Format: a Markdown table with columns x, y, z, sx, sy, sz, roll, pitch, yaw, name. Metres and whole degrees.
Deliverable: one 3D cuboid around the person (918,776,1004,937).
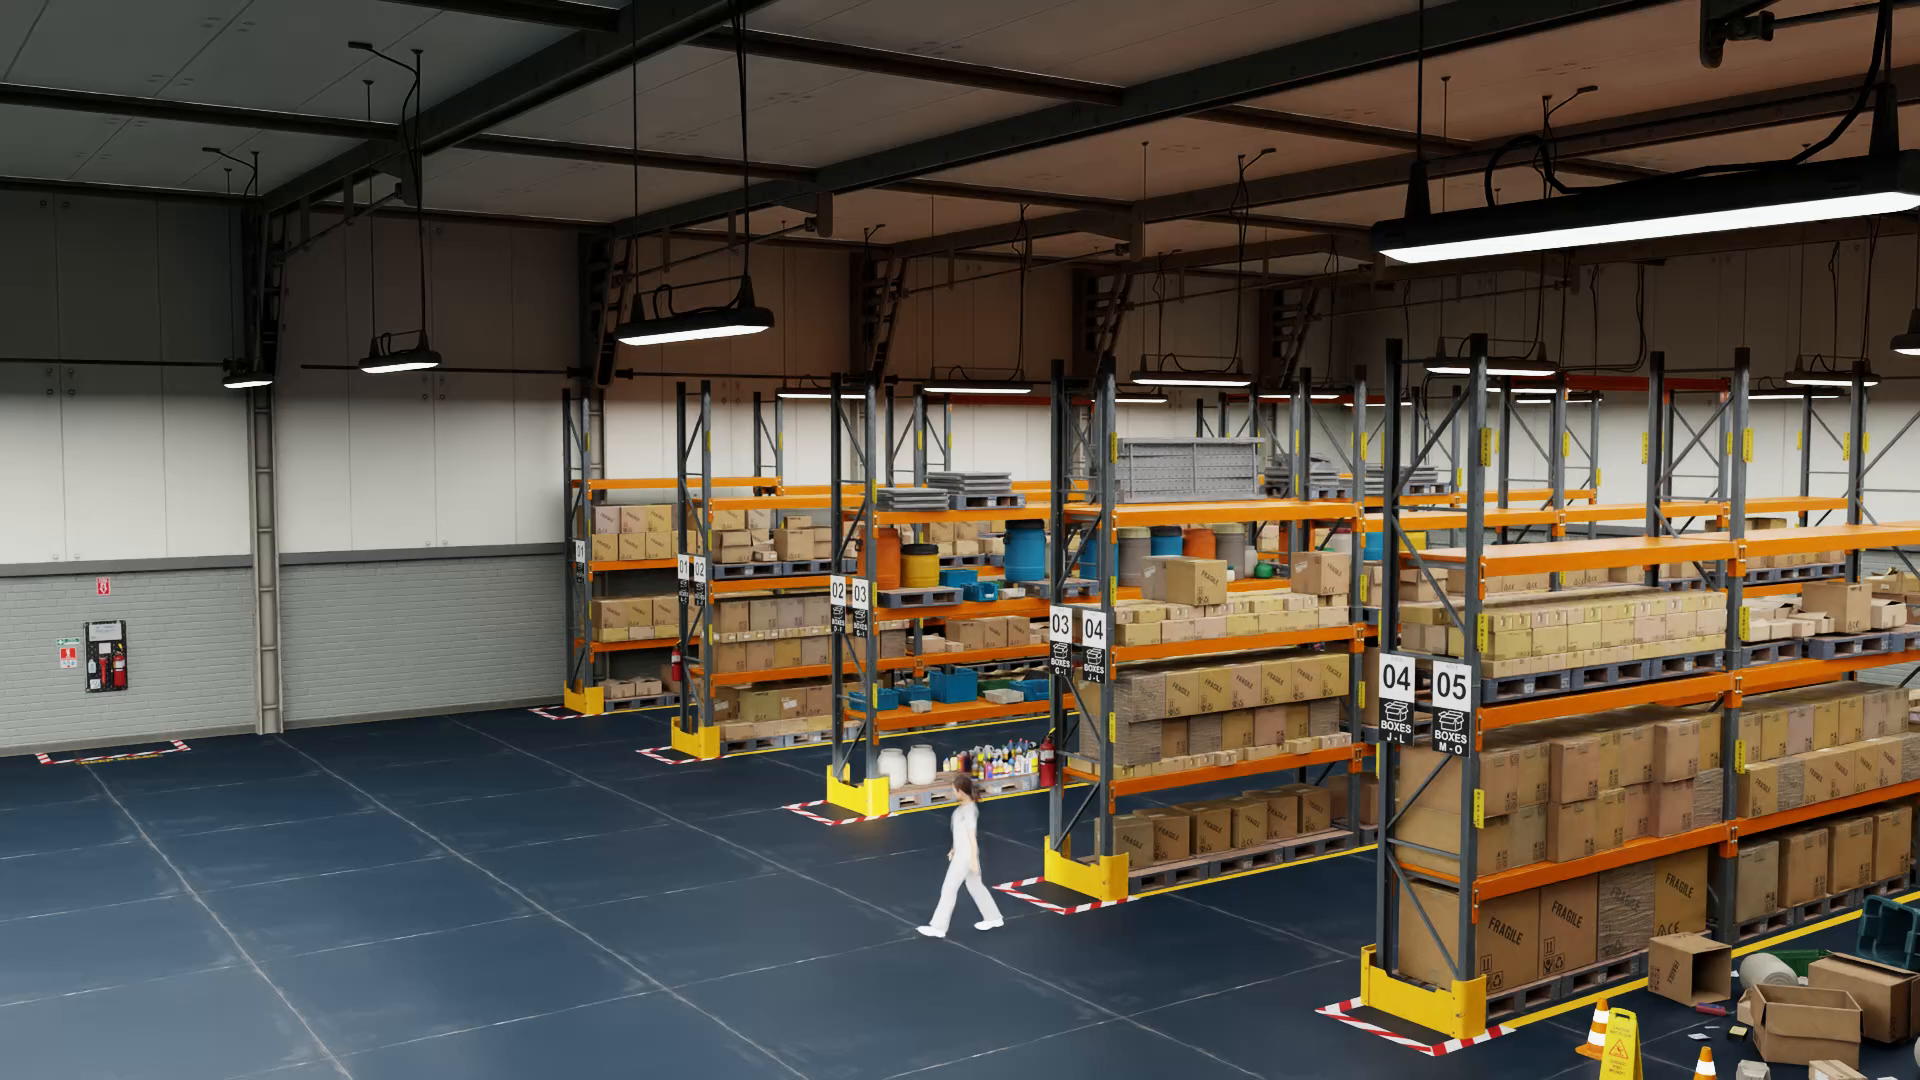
| x | y | z | sx | sy | sz | roll | pitch | yaw | name |
| --- | --- | --- | --- | --- | --- | --- | --- | --- | --- |
| 0.010 | 3.242 | 17.161 | 0.896 | 1.641 | 0.497 | 0 | 4 | -2 | person |
